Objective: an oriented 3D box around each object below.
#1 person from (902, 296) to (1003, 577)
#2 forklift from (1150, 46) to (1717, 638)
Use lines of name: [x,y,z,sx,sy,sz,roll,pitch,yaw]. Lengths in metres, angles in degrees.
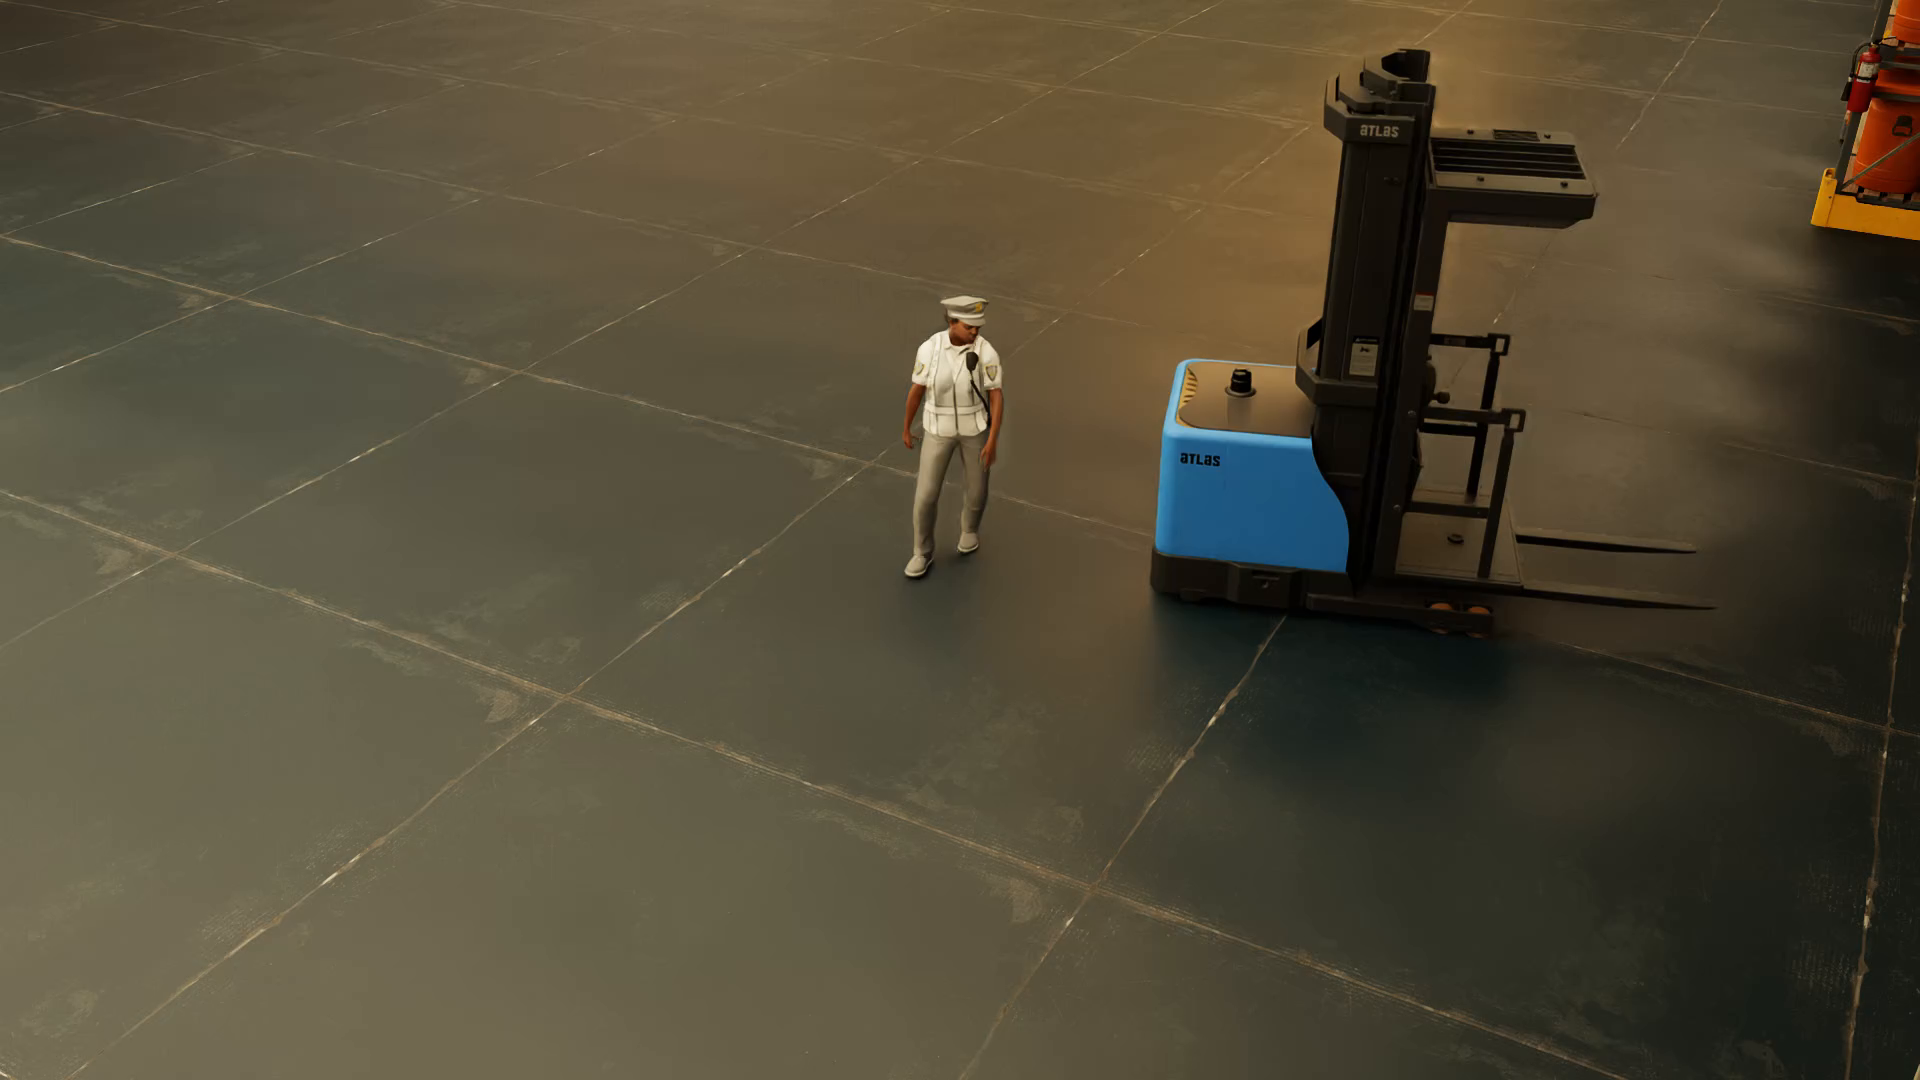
person: [-0.045,-0.604,9.438,0.568,1.623,0.605,-1,30,-2]
forklift: [2.649,-1.027,8.850,3.031,2.935,1.130,6,30,10]
